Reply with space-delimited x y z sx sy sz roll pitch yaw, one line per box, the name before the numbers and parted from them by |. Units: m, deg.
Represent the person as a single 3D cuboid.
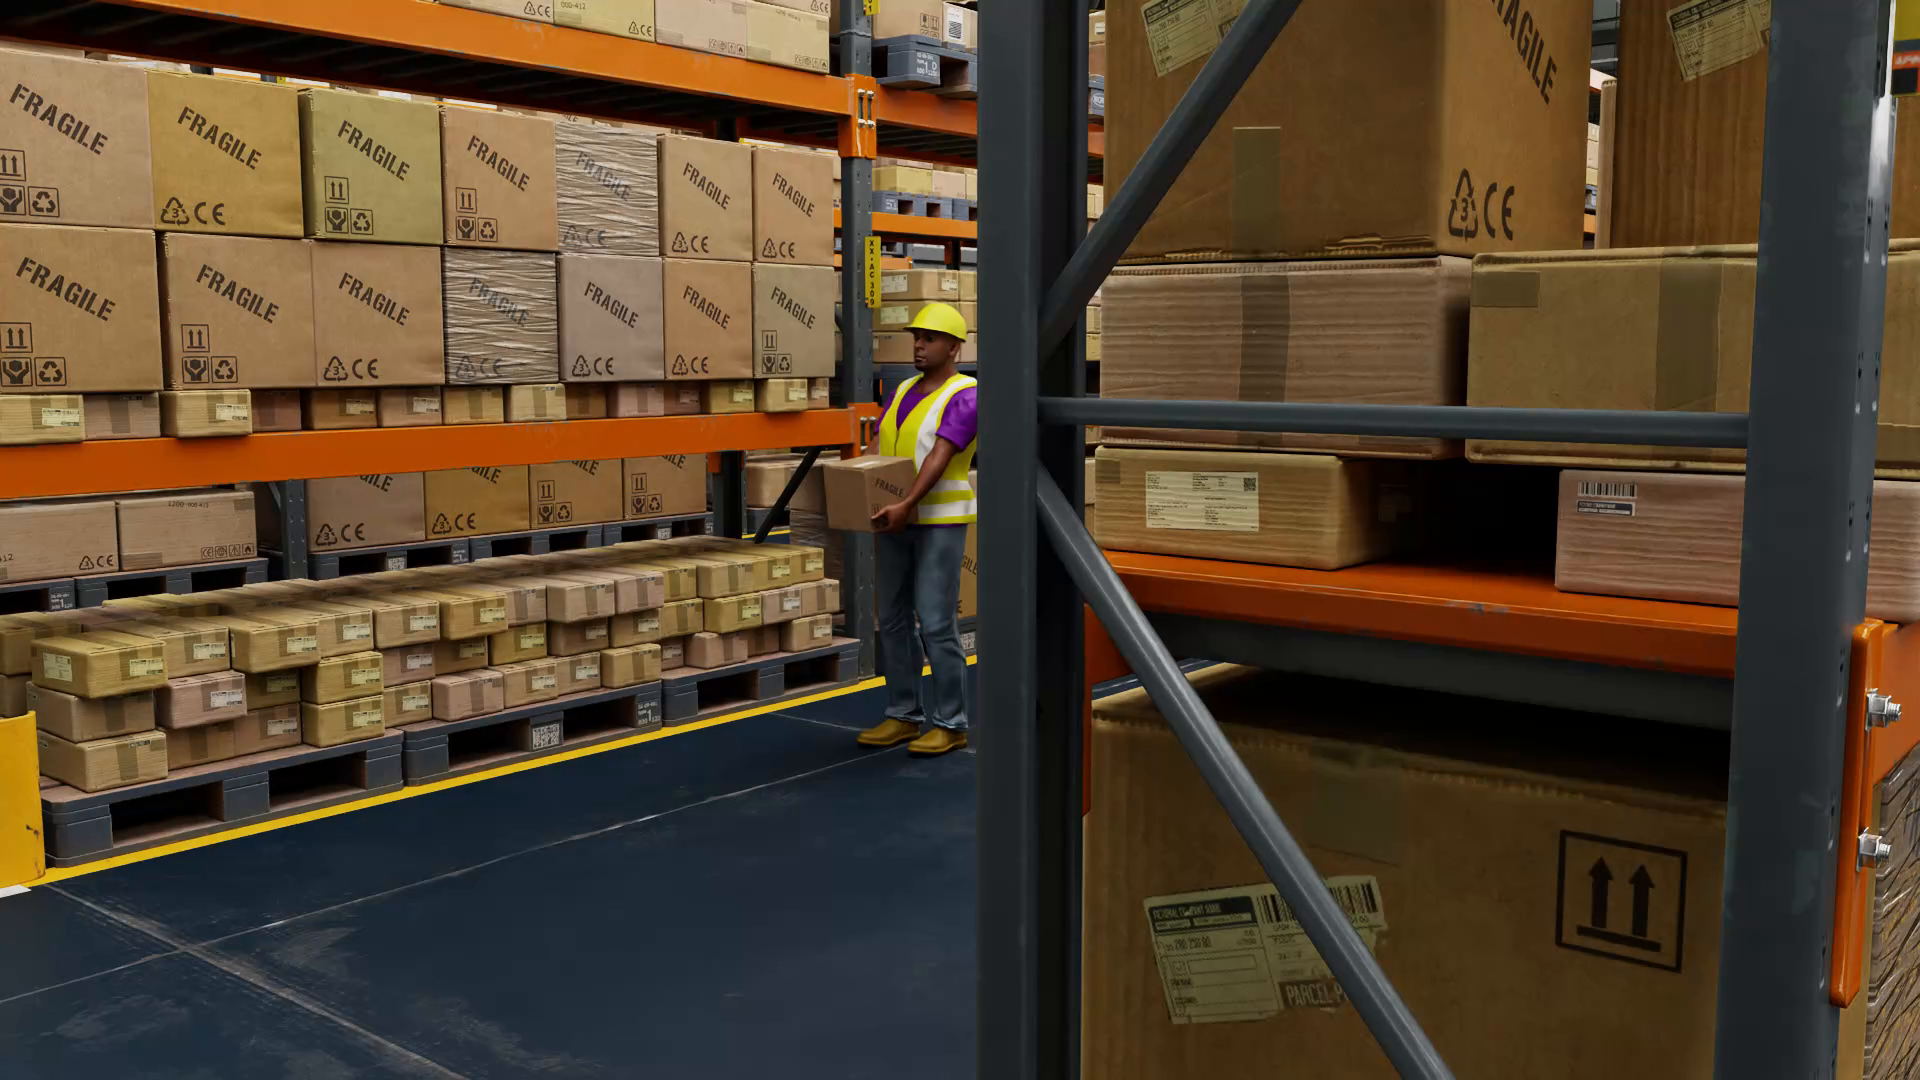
person | -0.201 -0.044 6.527 0.585 1.760 0.504 -6 9 -43
